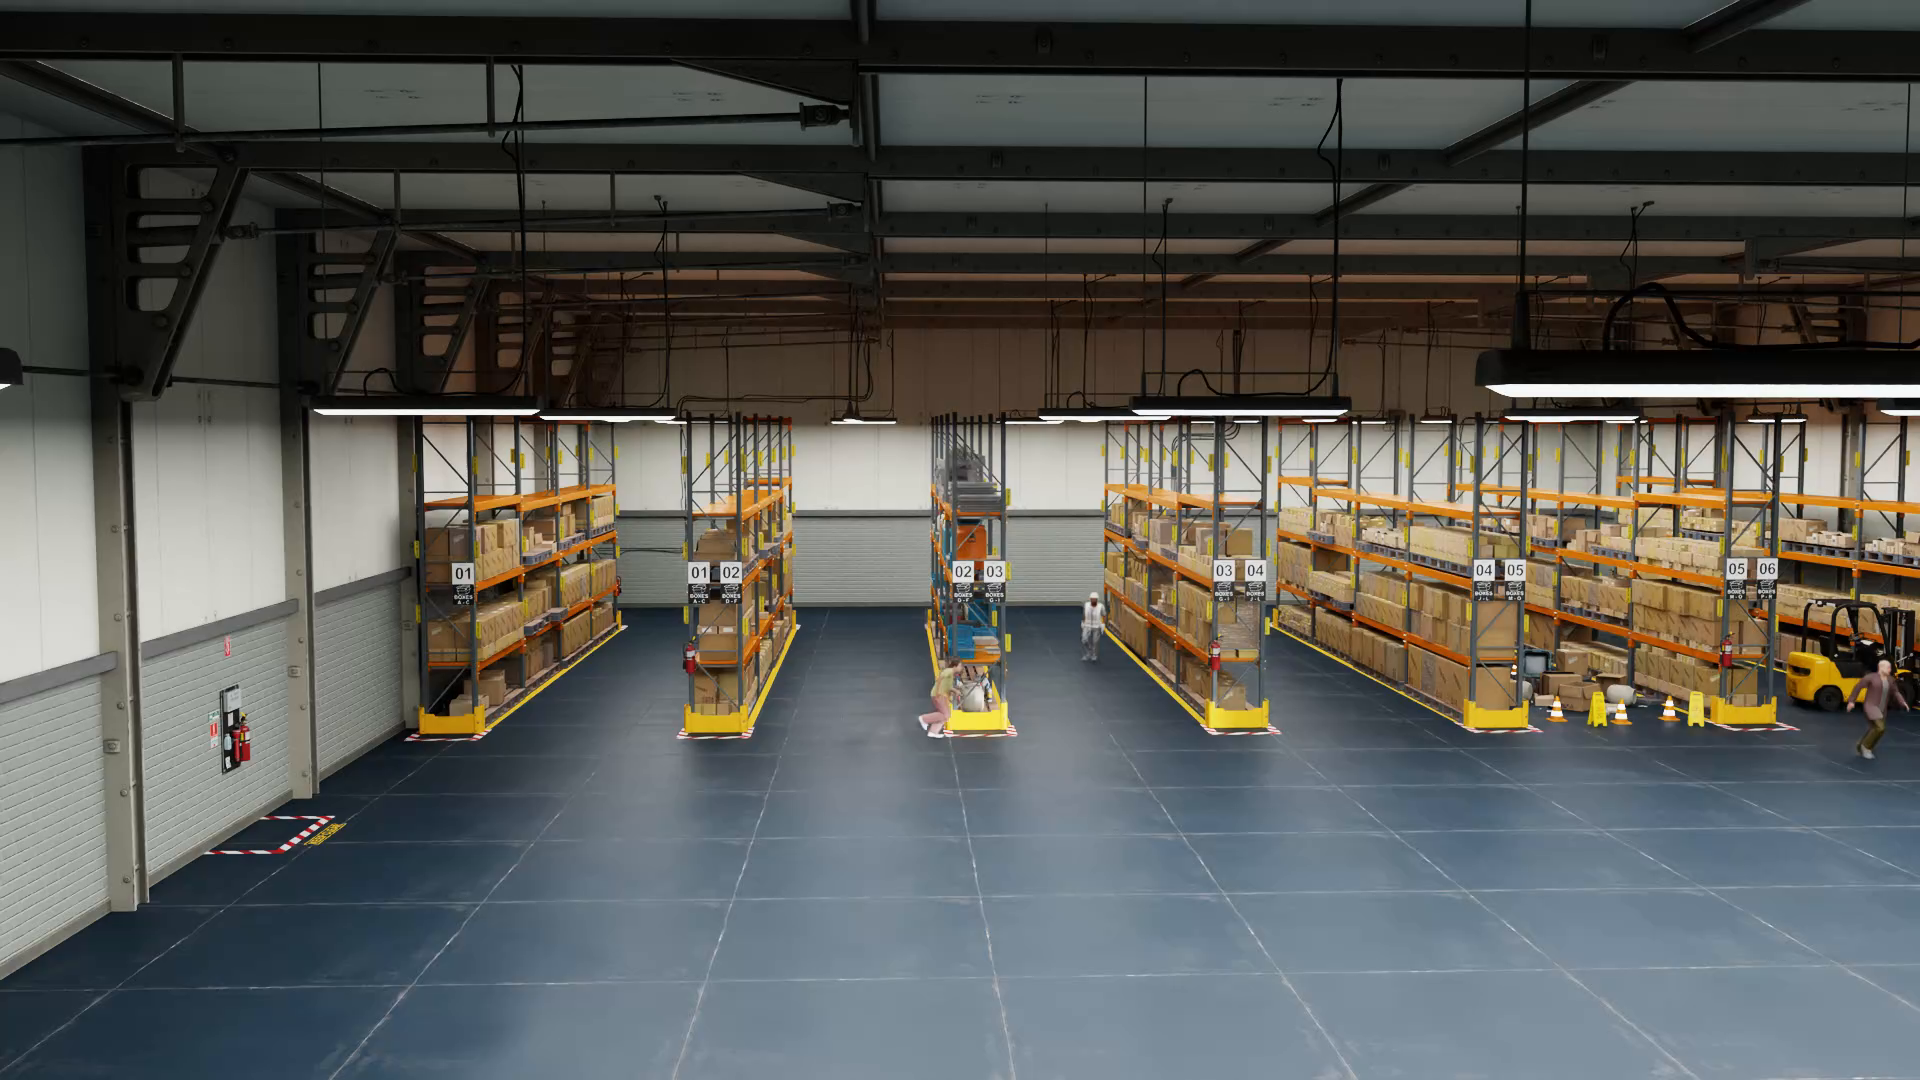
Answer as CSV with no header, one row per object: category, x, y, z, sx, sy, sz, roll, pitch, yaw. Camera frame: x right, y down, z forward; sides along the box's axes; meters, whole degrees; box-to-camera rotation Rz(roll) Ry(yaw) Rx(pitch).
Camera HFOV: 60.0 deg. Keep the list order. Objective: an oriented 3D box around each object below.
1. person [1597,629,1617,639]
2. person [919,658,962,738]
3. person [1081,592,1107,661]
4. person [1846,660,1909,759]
person,17.271,1.827,44.603,0.659,1.695,0.926,-1,4,-20
person,-0.359,2.910,30.582,0.810,1.487,0.599,0,4,5
person,3.234,2.103,40.295,0.682,1.718,0.725,1,4,13
person,15.732,3.010,28.454,0.671,1.520,0.874,-1,4,-20
